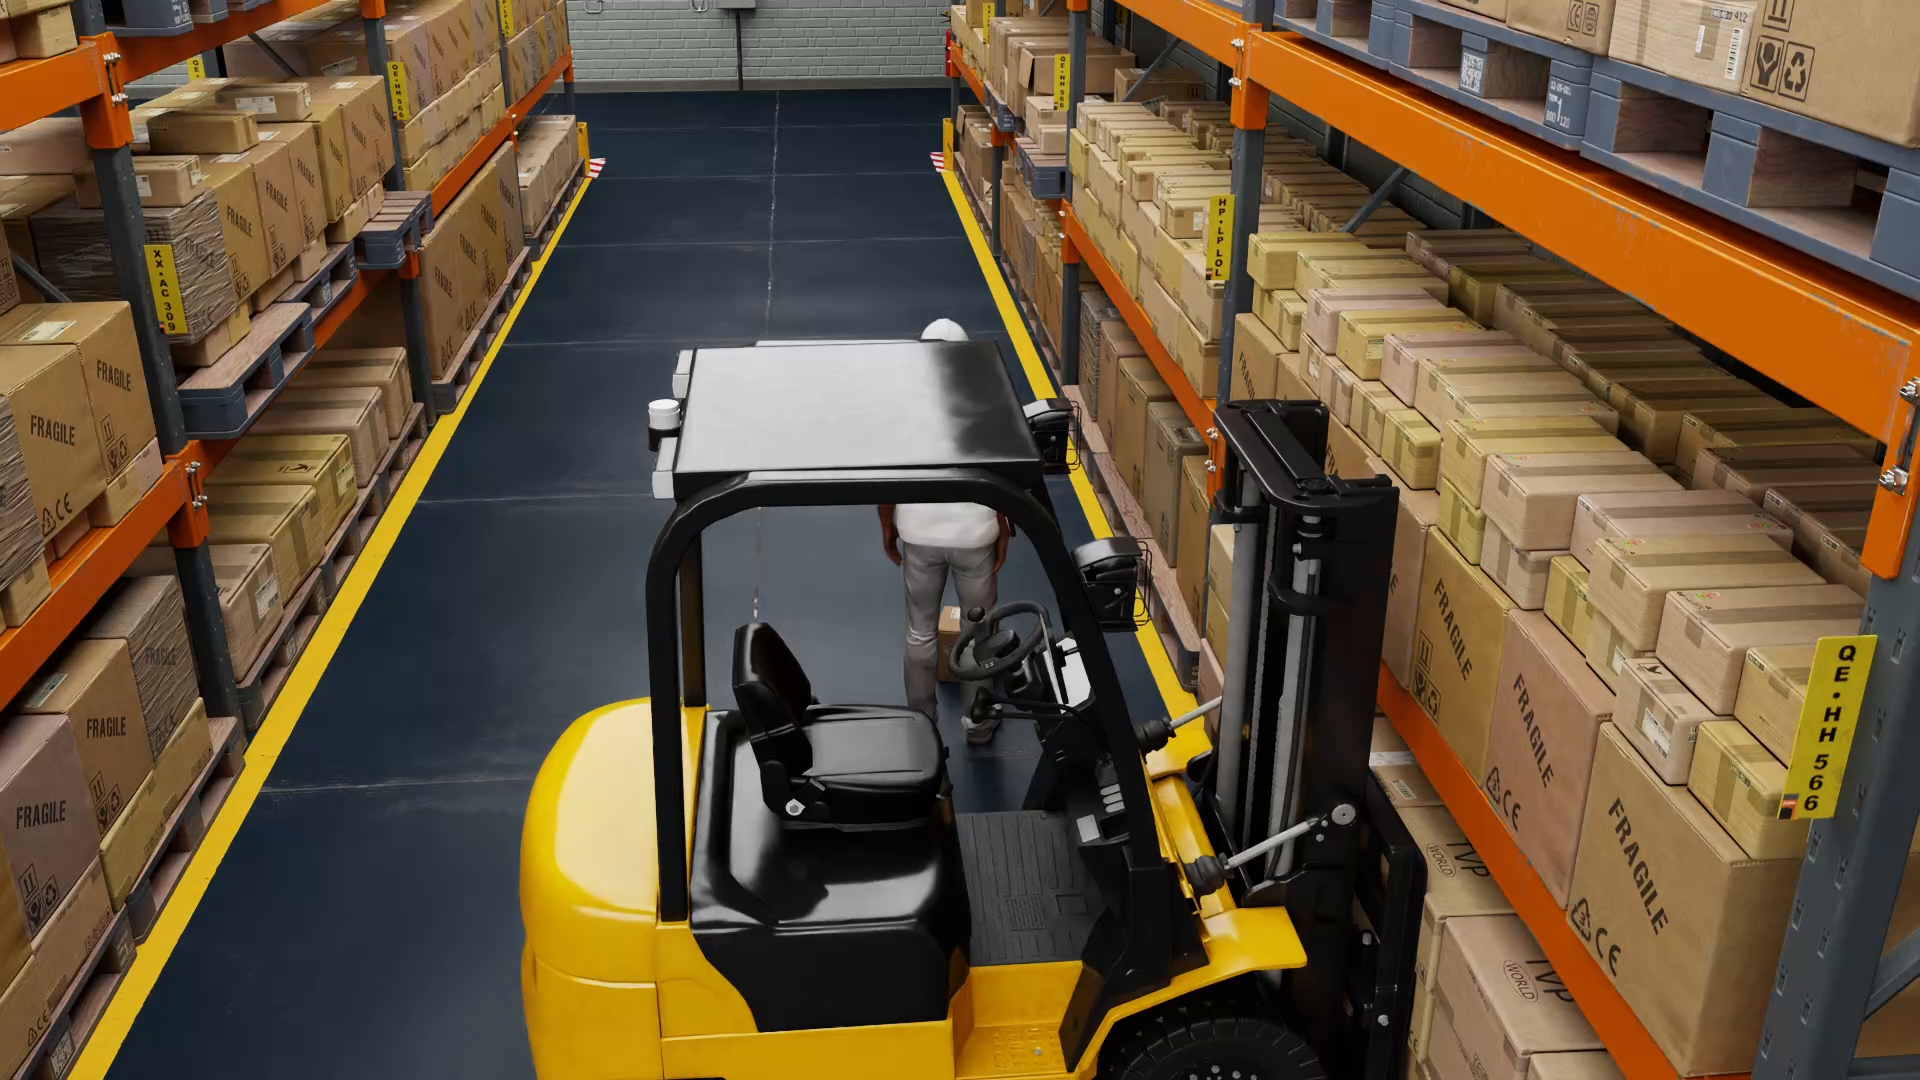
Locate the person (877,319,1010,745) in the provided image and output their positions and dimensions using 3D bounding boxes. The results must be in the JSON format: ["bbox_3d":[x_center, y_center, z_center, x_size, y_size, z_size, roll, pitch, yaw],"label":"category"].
[{"bbox_3d":[-0.056,-0.023,6.623,0.565,1.763,0.355,4,24,8],"label":"person"}]
